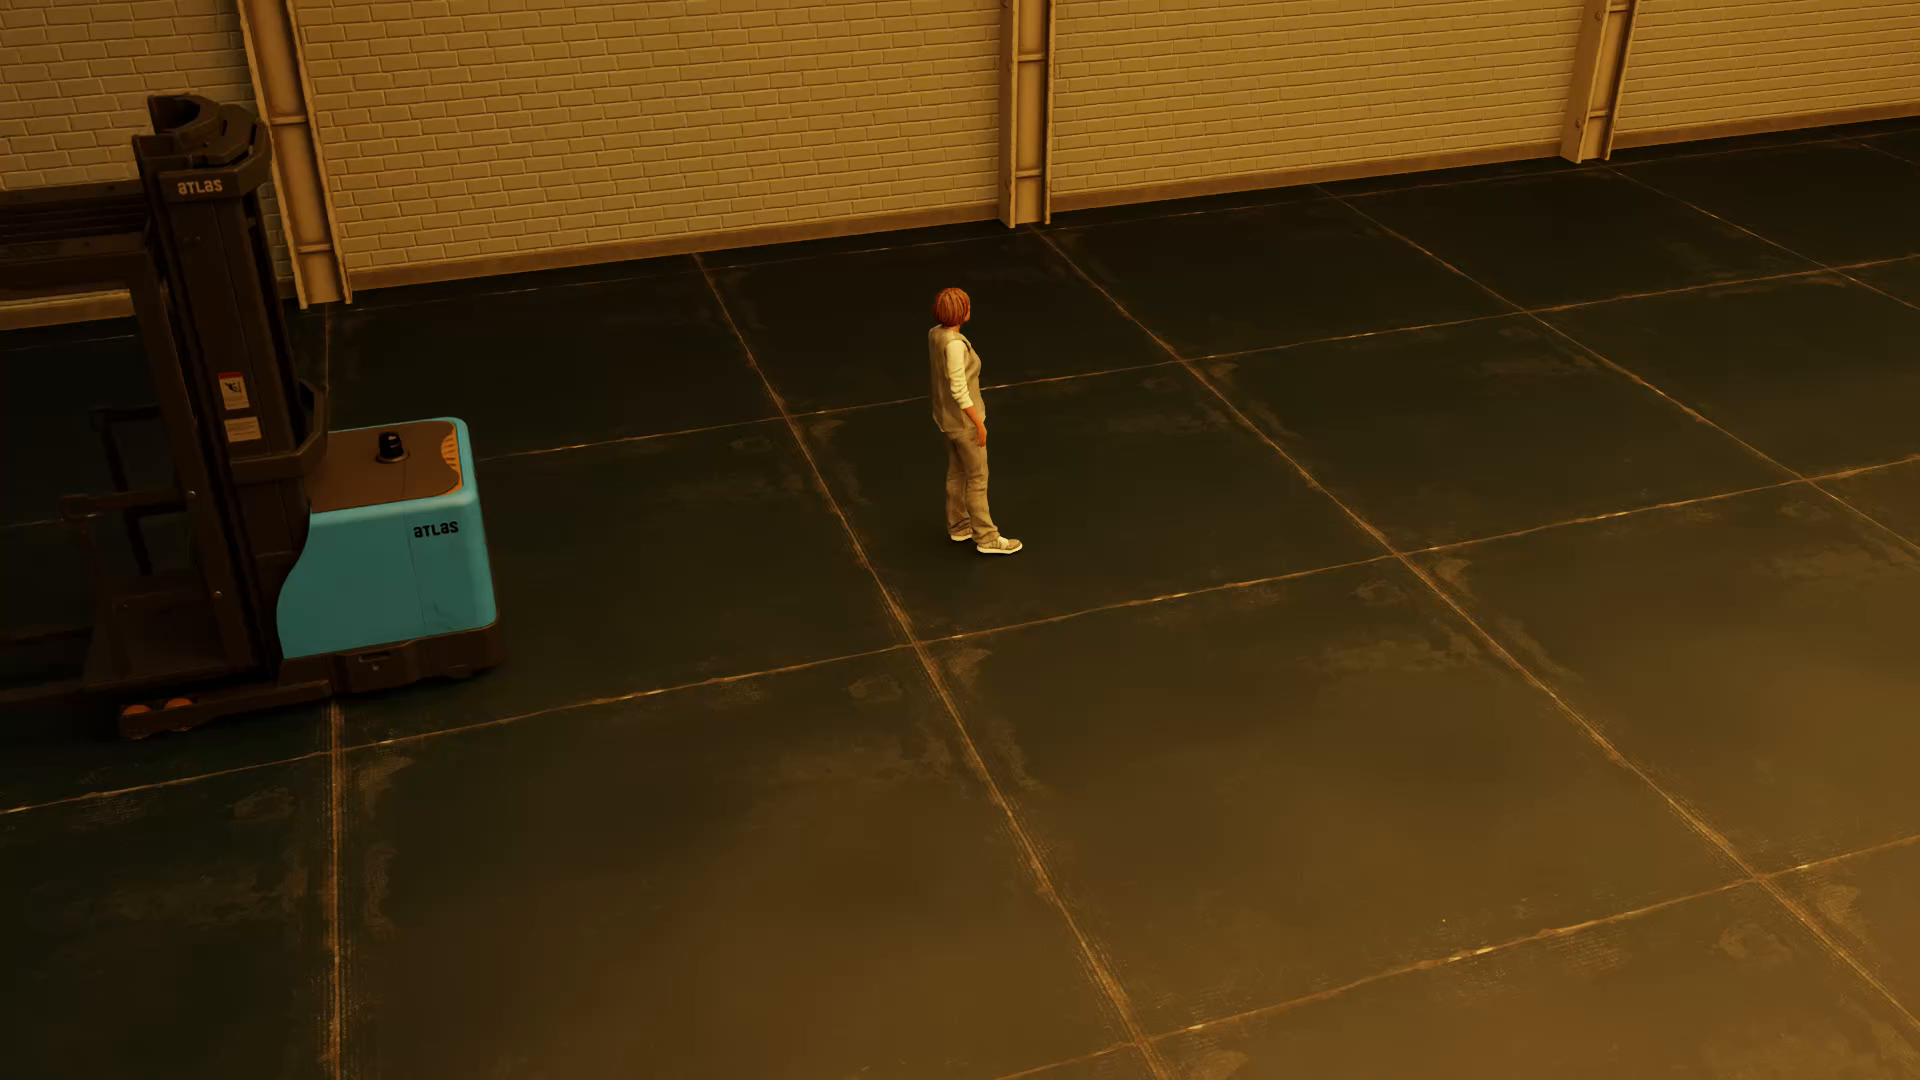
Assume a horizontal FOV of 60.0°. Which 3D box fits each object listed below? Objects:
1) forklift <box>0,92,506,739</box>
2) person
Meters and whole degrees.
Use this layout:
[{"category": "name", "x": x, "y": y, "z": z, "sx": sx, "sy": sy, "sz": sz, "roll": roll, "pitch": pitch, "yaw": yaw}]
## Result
[{"category": "forklift", "x": -3.984, "y": -0.574, "z": 8.084, "sx": 3.031, "sy": 2.935, "sz": 1.130, "roll": -9, "pitch": 31, "yaw": -15}, {"category": "person", "x": 0.074, "y": -0.704, "z": 9.633, "sx": 0.475, "sy": 1.597, "sz": 0.520, "roll": -10, "pitch": 31, "yaw": -16}]
